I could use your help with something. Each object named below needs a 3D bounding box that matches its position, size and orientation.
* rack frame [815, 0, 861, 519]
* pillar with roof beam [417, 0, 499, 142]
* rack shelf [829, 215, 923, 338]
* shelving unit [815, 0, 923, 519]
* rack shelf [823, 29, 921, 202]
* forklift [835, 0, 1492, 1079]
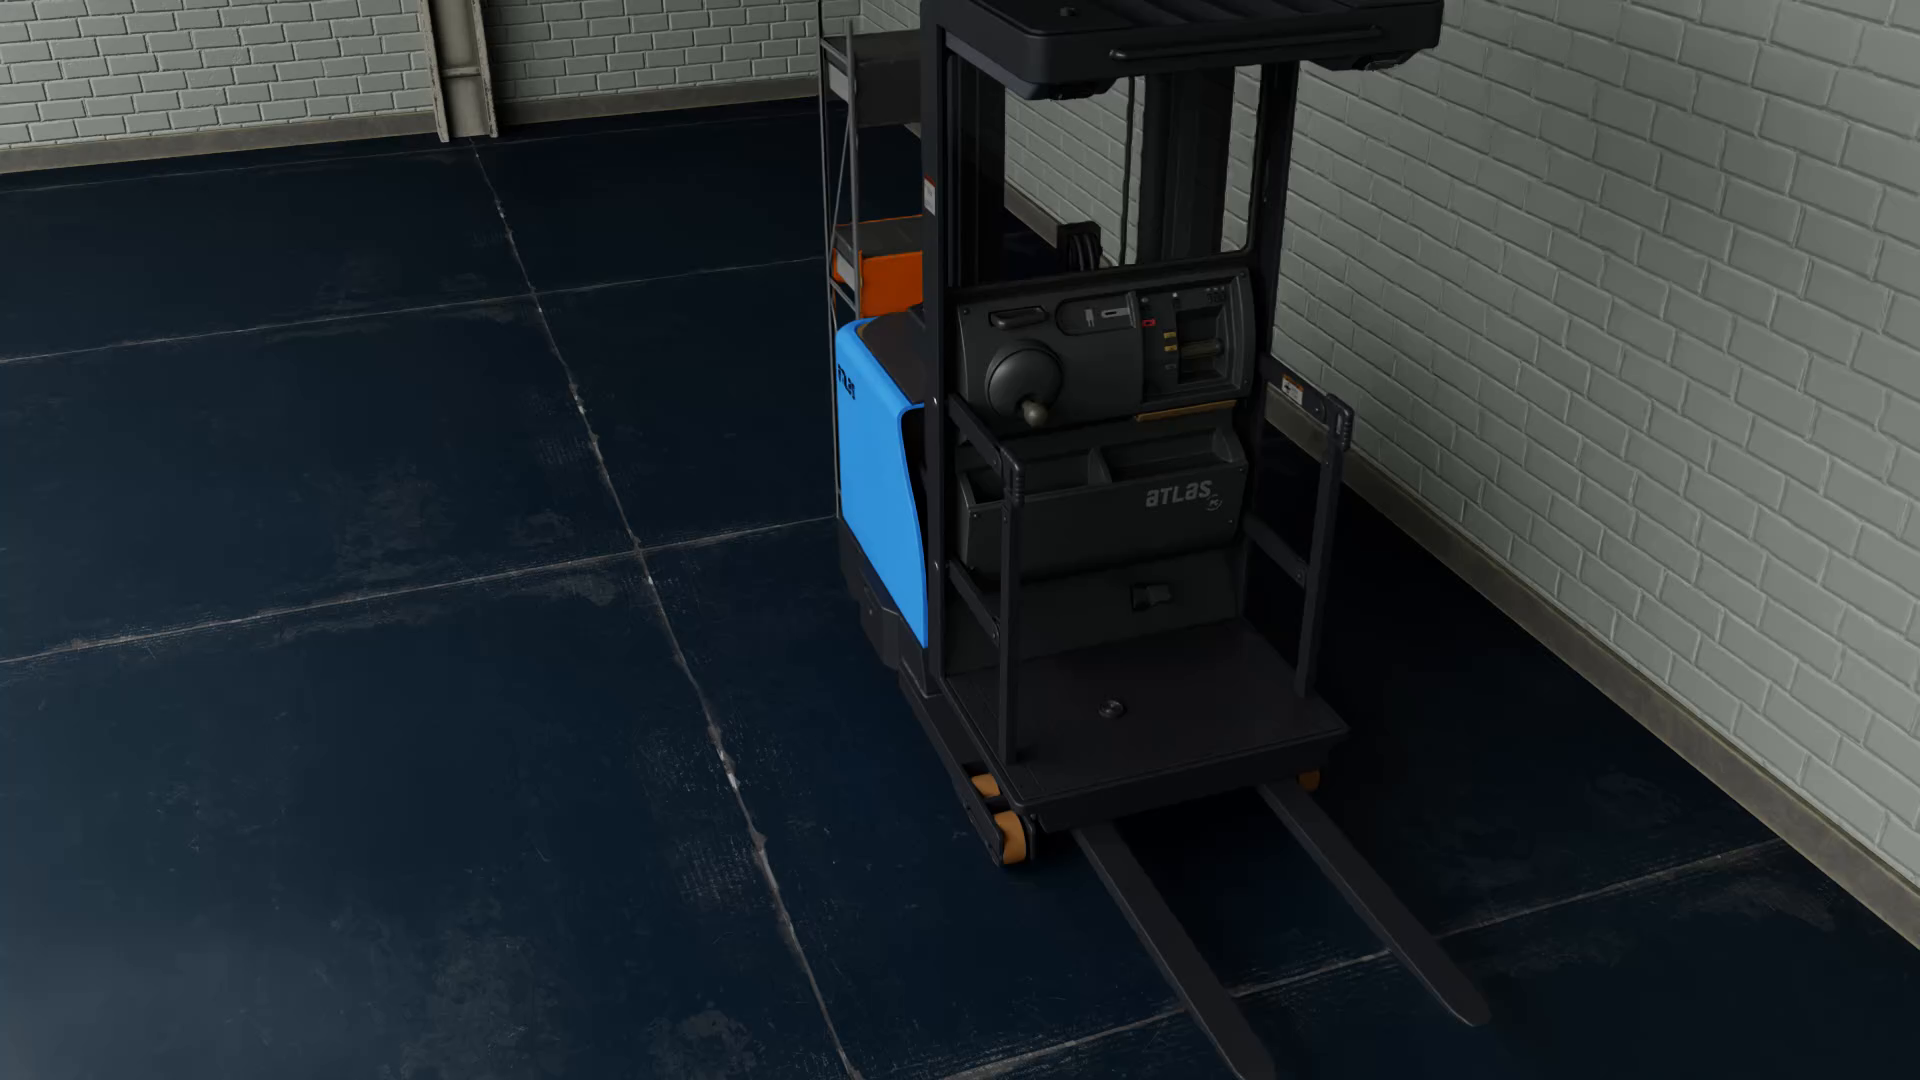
[{"bbox_3d":[-0.435,-0.911,6.229,0.015,2.100,0.400,-11,31,-18],"label":"rack frame"},{"bbox_3d":[-1.995,-4.800,6.085,0.400,9.000,9.100,-10,31,-18],"label":"pillar with roof beam"},{"bbox_3d":[-0.206,-0.942,6.310,0.480,0.518,0.431,-11,31,-18],"label":"rack shelf"},{"bbox_3d":[-0.206,-0.954,6.303,0.503,2.100,0.431,-11,31,-18],"label":"shelving unit"},{"bbox_3d":[-0.206,-1.550,5.963,0.480,0.518,0.431,-11,31,-18],"label":"rack shelf"},{"bbox_3d":[0.514,-0.520,4.702,1.130,2.935,3.031,-10,31,-17],"label":"forklift"}]
